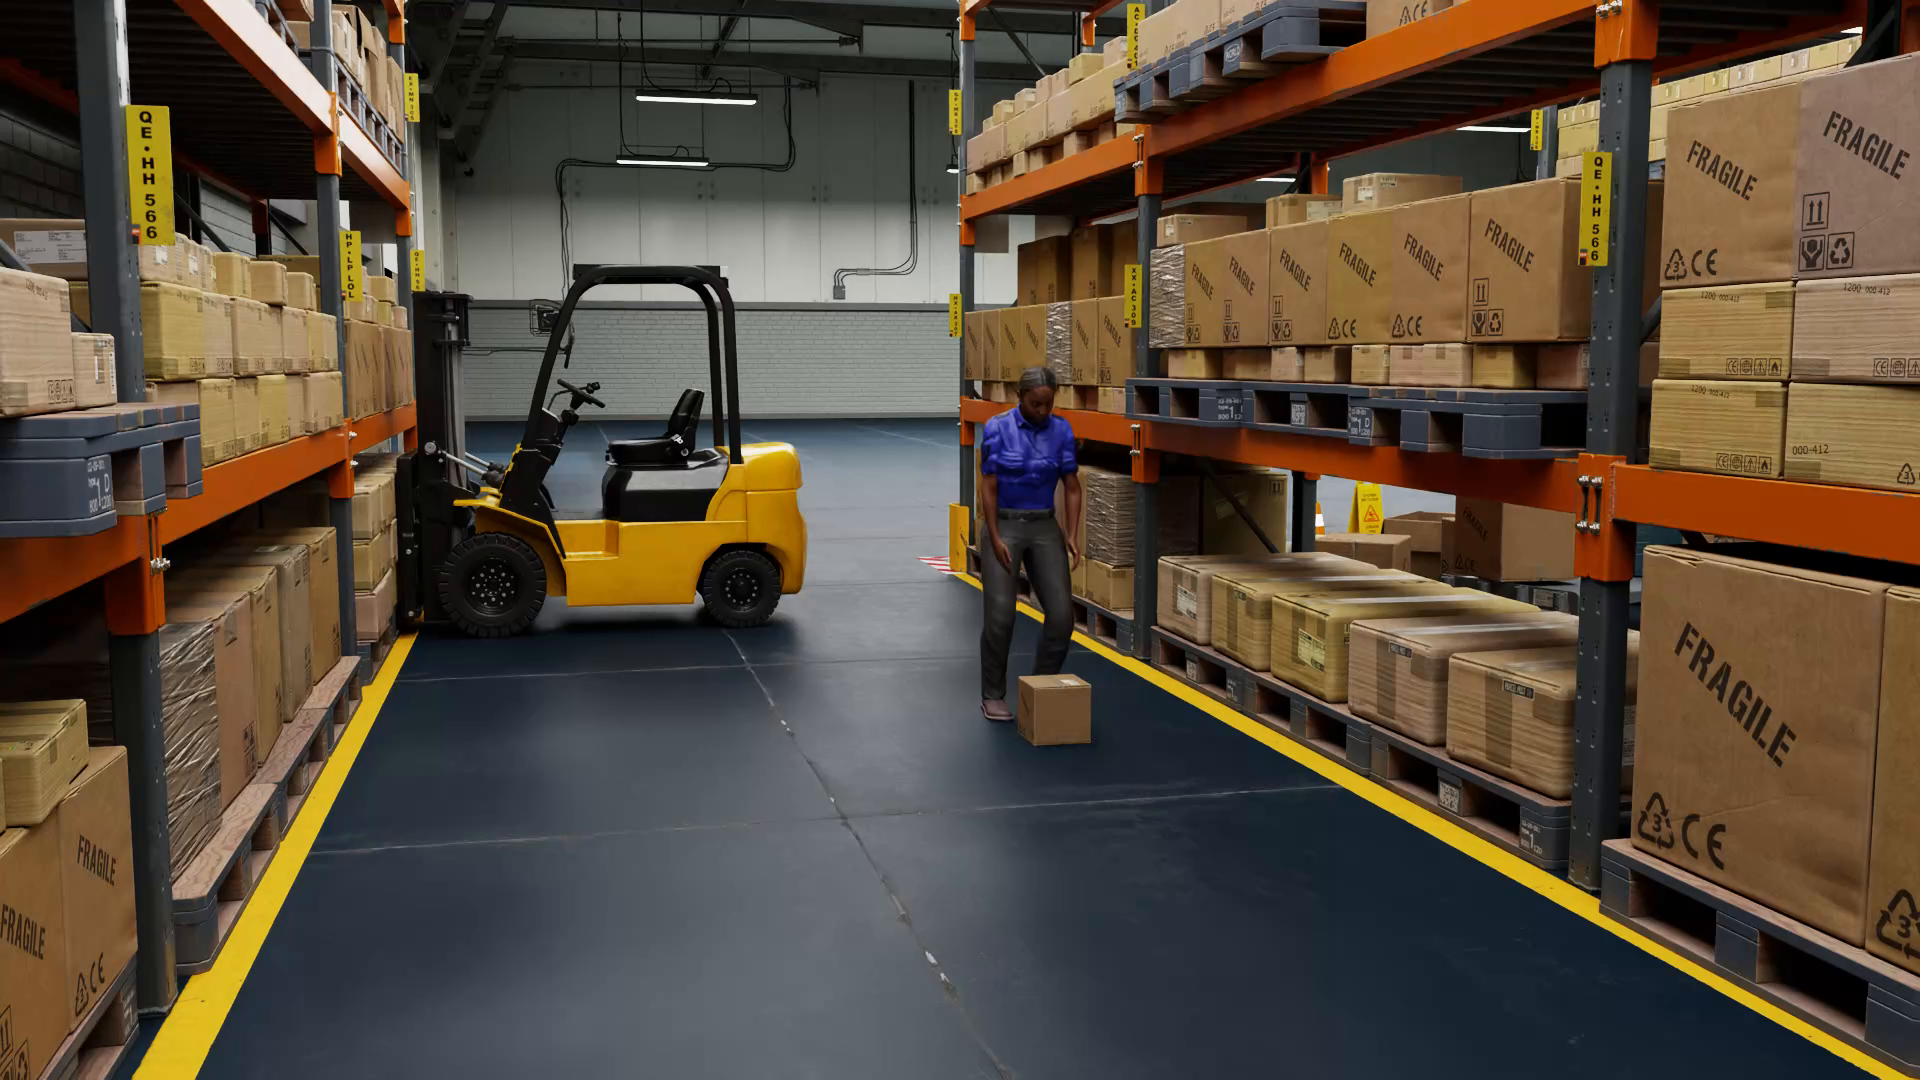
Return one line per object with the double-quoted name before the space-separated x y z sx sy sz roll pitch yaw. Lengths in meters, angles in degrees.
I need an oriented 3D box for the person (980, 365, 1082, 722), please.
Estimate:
"person" 0.316 0.013 7.478 0.465 1.588 0.411 -1 6 -12
